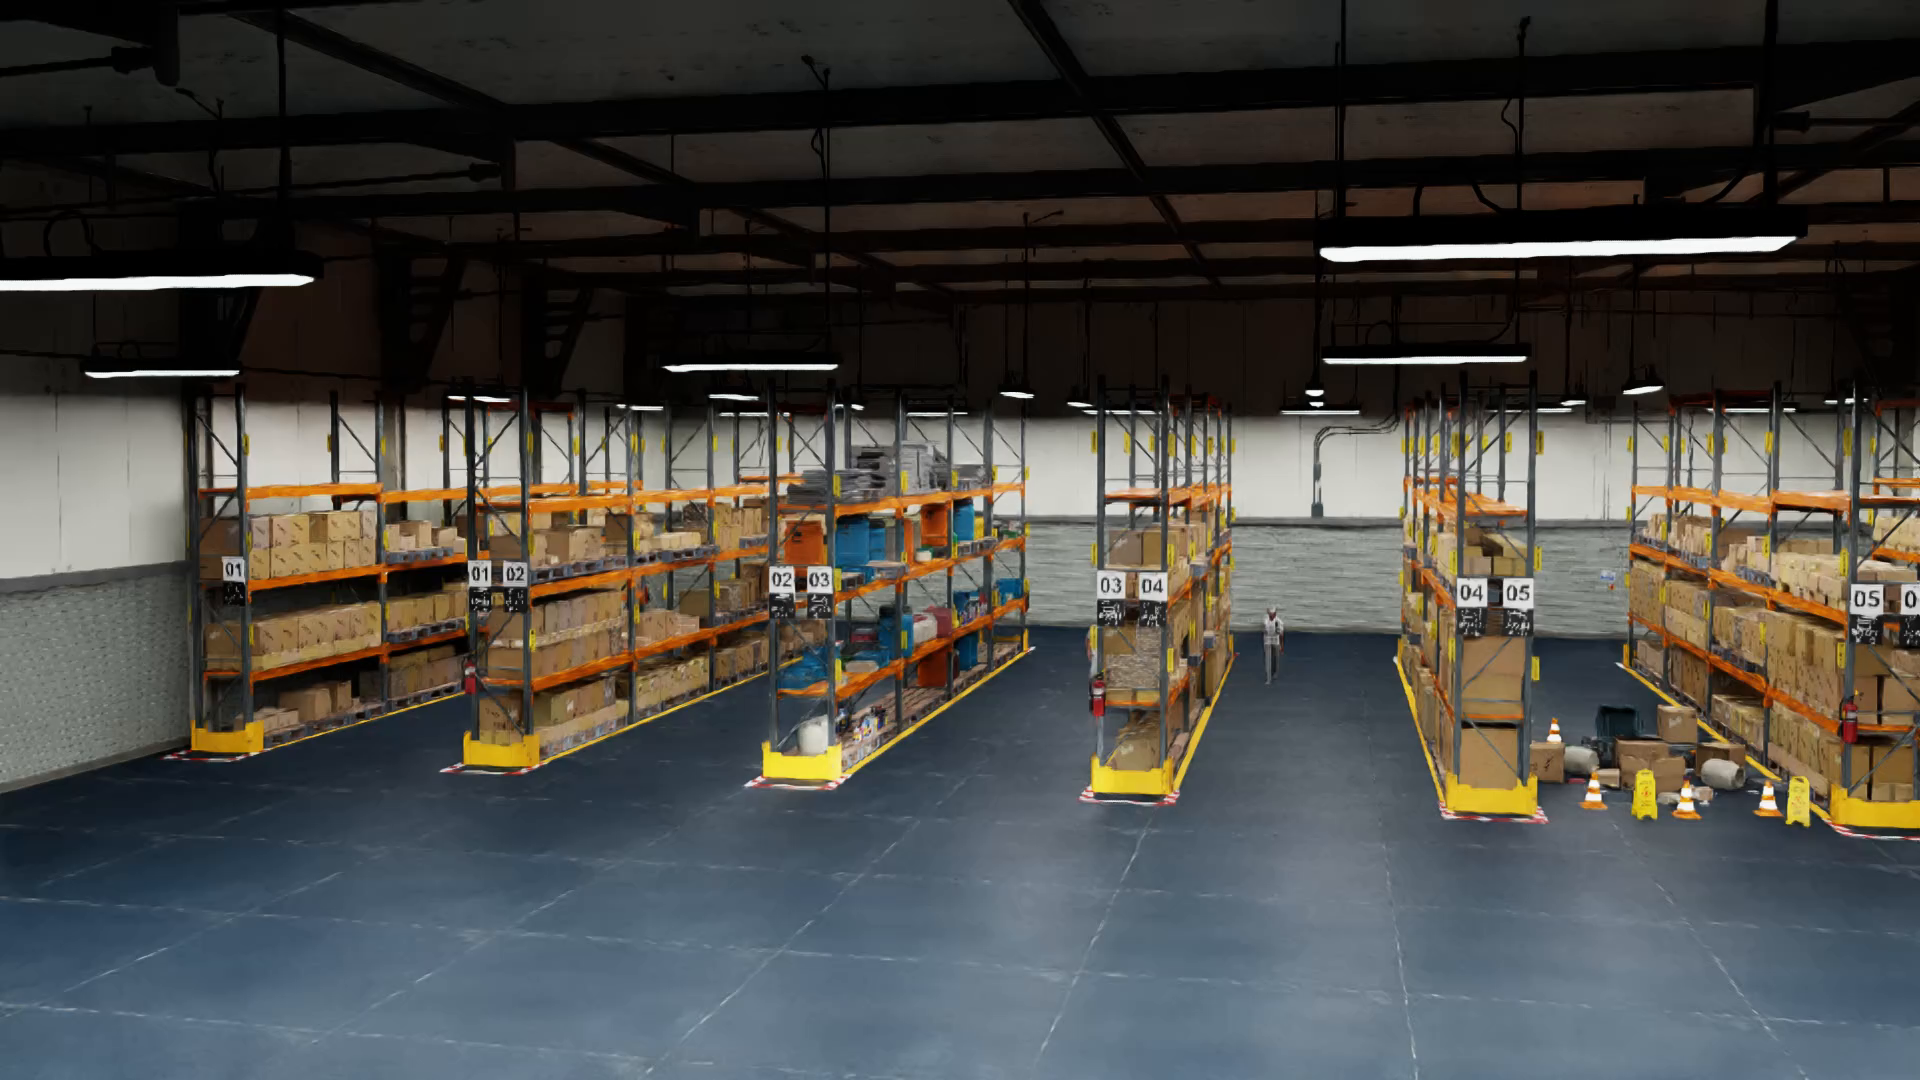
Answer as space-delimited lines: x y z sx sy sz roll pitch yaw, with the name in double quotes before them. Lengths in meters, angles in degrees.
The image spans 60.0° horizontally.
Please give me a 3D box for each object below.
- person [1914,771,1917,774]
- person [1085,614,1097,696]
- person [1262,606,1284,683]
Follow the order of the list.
"person" 14.498 2.677 24.760 0.489 1.787 0.608 3 4 43
"person" 2.818 2.268 32.919 0.682 1.715 0.536 1 3 11
"person" 6.591 2.182 34.984 0.461 1.626 0.999 1 3 11
